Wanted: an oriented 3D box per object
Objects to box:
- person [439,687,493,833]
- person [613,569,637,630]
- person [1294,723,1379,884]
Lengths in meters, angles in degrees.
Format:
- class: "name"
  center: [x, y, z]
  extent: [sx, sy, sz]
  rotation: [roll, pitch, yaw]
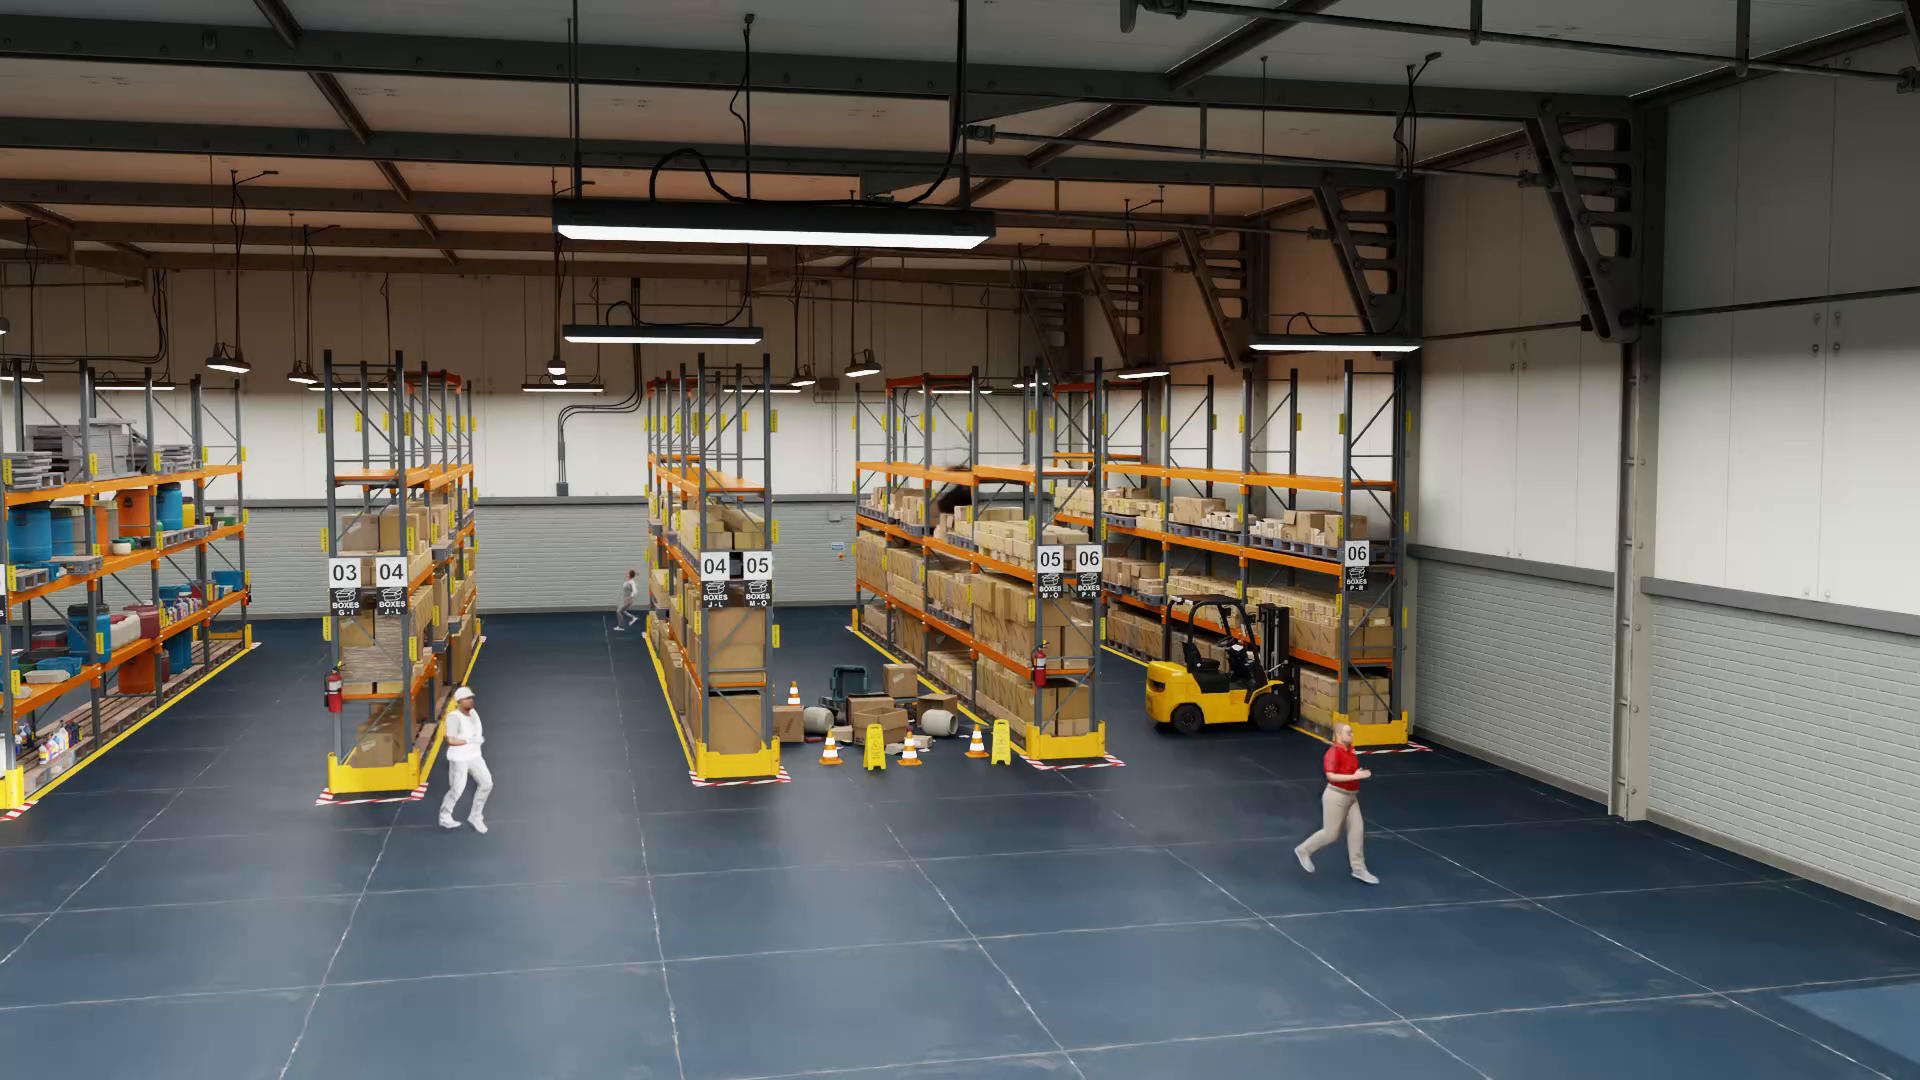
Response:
- class: "person"
  center: [-6.039, 2.703, 20.354]
  extent: [0.783, 1.817, 0.626]
  rotation: [2, 4, 25]
- class: "person"
  center: [-8.076, 1.450, 40.147]
  extent: [0.551, 1.494, 0.613]
  rotation: [-1, 4, -21]
- class: "person"
  center: [4.145, 2.851, 18.222]
  extent: [0.950, 1.722, 0.682]
  rotation: [3, 5, 37]
